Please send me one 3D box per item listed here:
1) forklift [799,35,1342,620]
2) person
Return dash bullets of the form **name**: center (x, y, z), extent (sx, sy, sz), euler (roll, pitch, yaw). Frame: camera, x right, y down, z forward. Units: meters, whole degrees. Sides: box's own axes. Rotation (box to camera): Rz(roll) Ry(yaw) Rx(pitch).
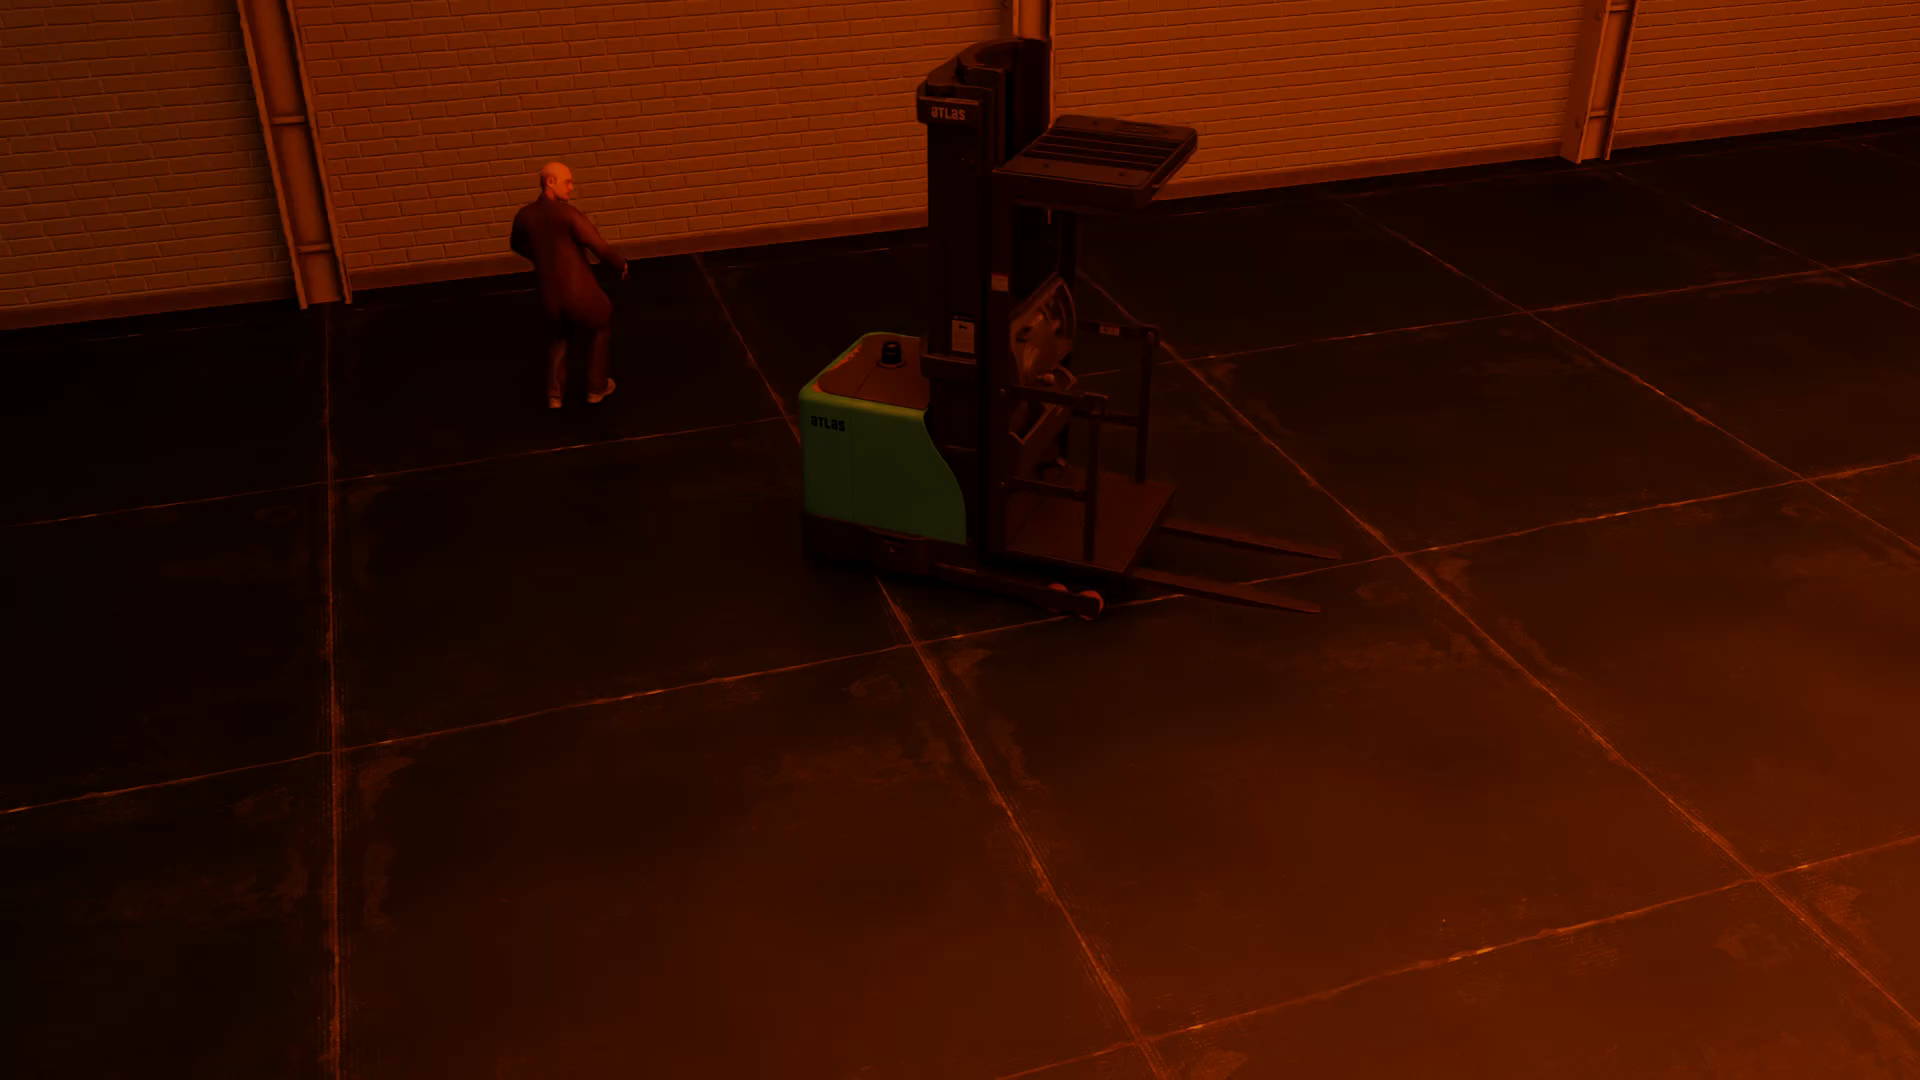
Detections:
- **forklift**: center (0.643, -1.125, 9.043), extent (3.031, 2.935, 1.130), euler (11, 32, 19)
- **person**: center (-2.651, -1.741, 11.382), extent (0.829, 1.736, 0.644), euler (8, 31, 14)
